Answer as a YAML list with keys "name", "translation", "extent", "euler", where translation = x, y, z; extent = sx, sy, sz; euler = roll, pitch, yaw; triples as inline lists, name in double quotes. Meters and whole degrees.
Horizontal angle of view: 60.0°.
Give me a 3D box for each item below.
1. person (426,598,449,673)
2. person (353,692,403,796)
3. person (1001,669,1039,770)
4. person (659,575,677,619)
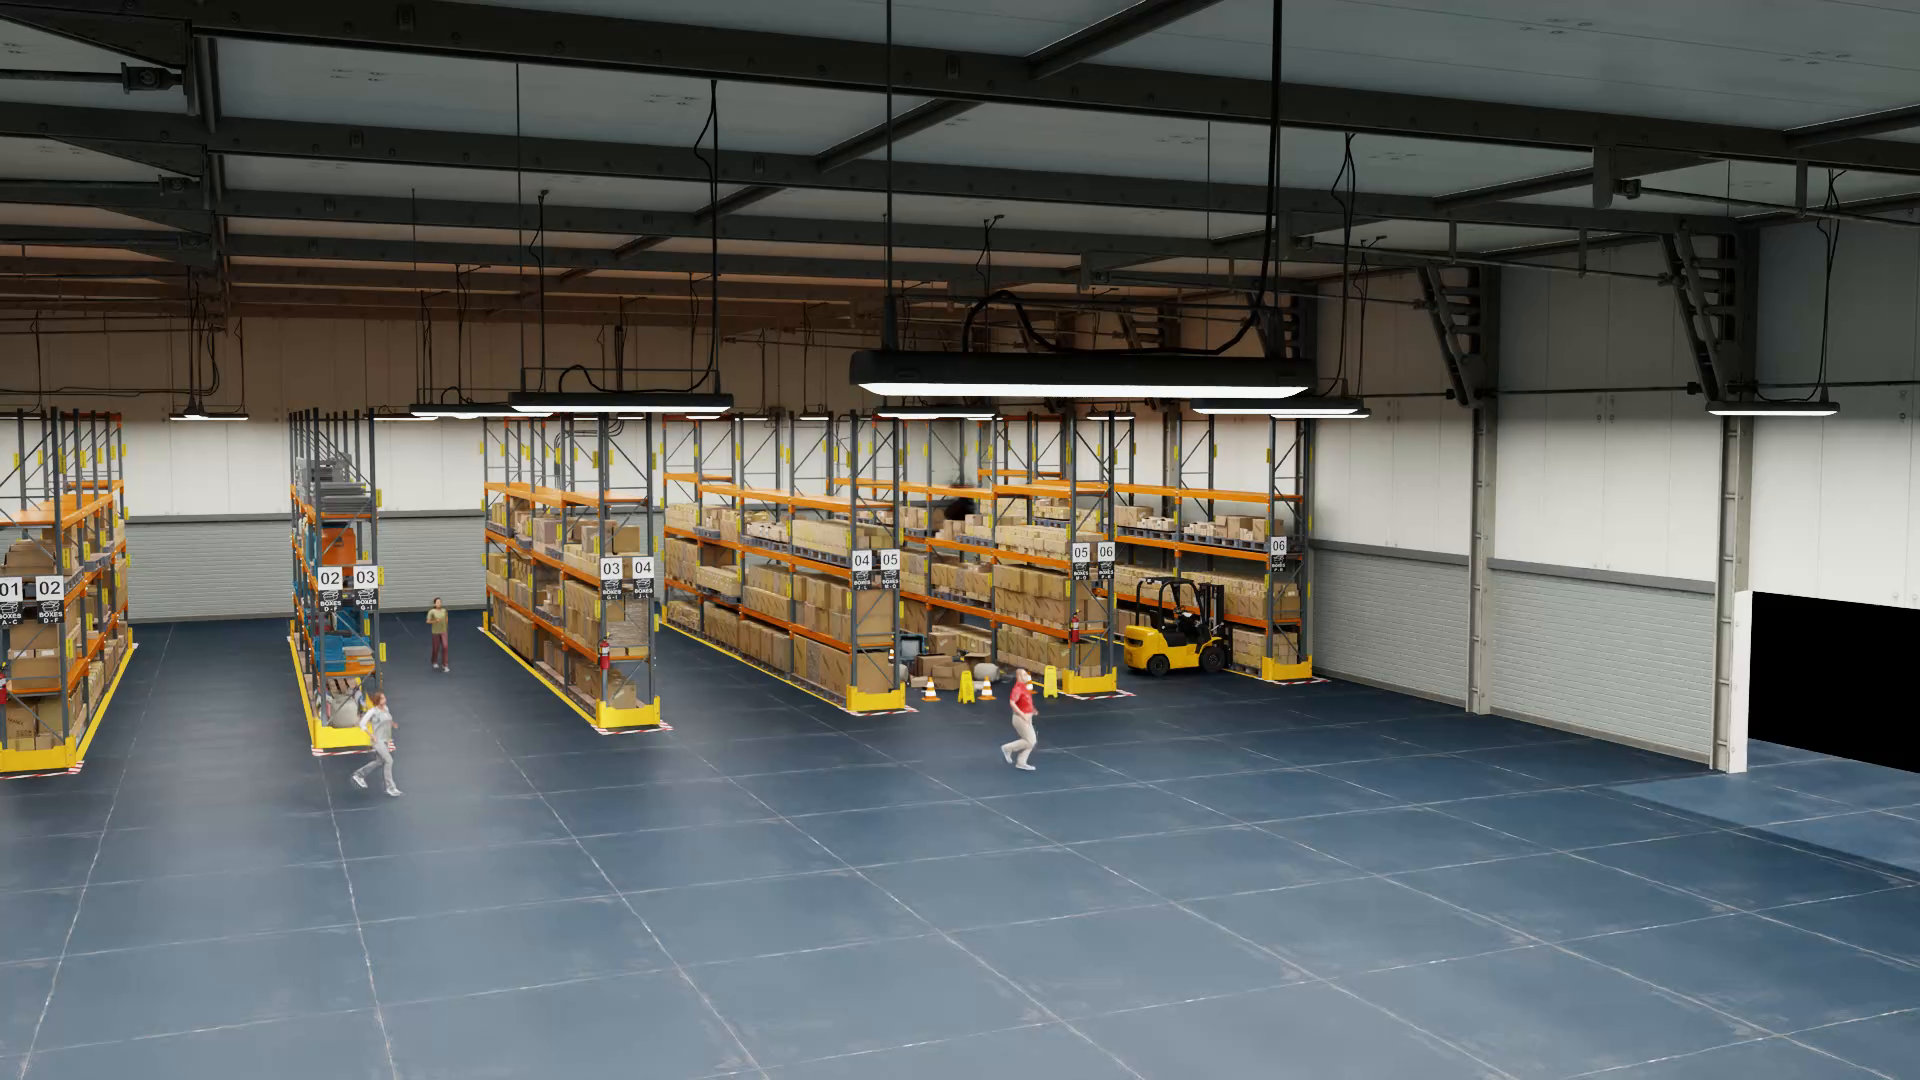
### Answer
- name: "person"
  translation: [-12.053, 2.184, 38.440]
  extent: [0.566, 1.699, 0.840]
  euler: [-3, 5, -33]
- name: "person"
  translation: [-8.981, 3.130, 25.650]
  extent: [0.815, 1.606, 0.526]
  euler: [1, 4, 9]
- name: "person"
  translation: [0.993, 2.968, 27.499]
  extent: [0.603, 1.685, 0.665]
  euler: [0, 4, 6]
- name: "person"
  translation: [-8.513, 1.454, 48.866]
  extent: [0.808, 1.785, 0.700]
  euler: [-2, 4, -27]
